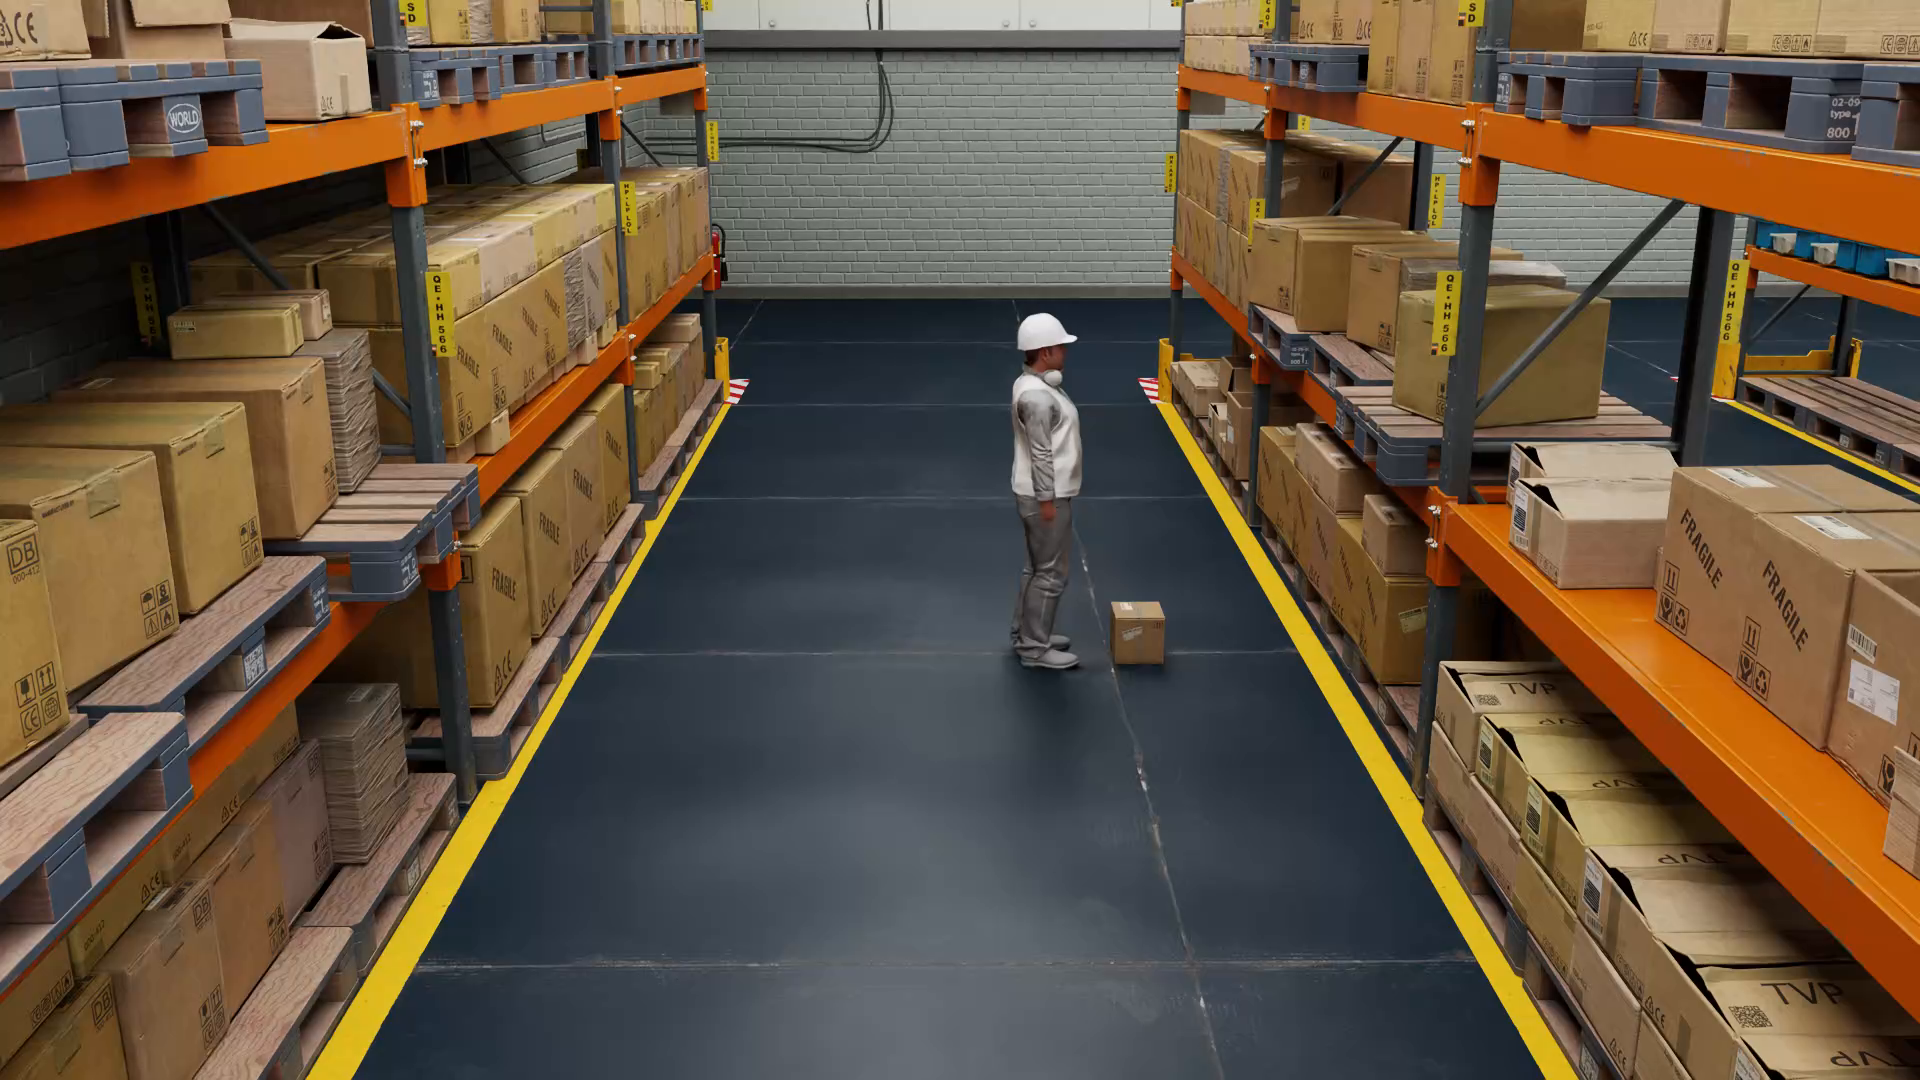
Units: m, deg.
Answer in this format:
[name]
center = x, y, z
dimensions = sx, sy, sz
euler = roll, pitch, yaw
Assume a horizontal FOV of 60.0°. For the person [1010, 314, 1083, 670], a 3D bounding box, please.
[person]
center = 0.431, -0.249, 8.326
dimensions = 0.357, 1.771, 0.531
euler = 0, 17, 1
